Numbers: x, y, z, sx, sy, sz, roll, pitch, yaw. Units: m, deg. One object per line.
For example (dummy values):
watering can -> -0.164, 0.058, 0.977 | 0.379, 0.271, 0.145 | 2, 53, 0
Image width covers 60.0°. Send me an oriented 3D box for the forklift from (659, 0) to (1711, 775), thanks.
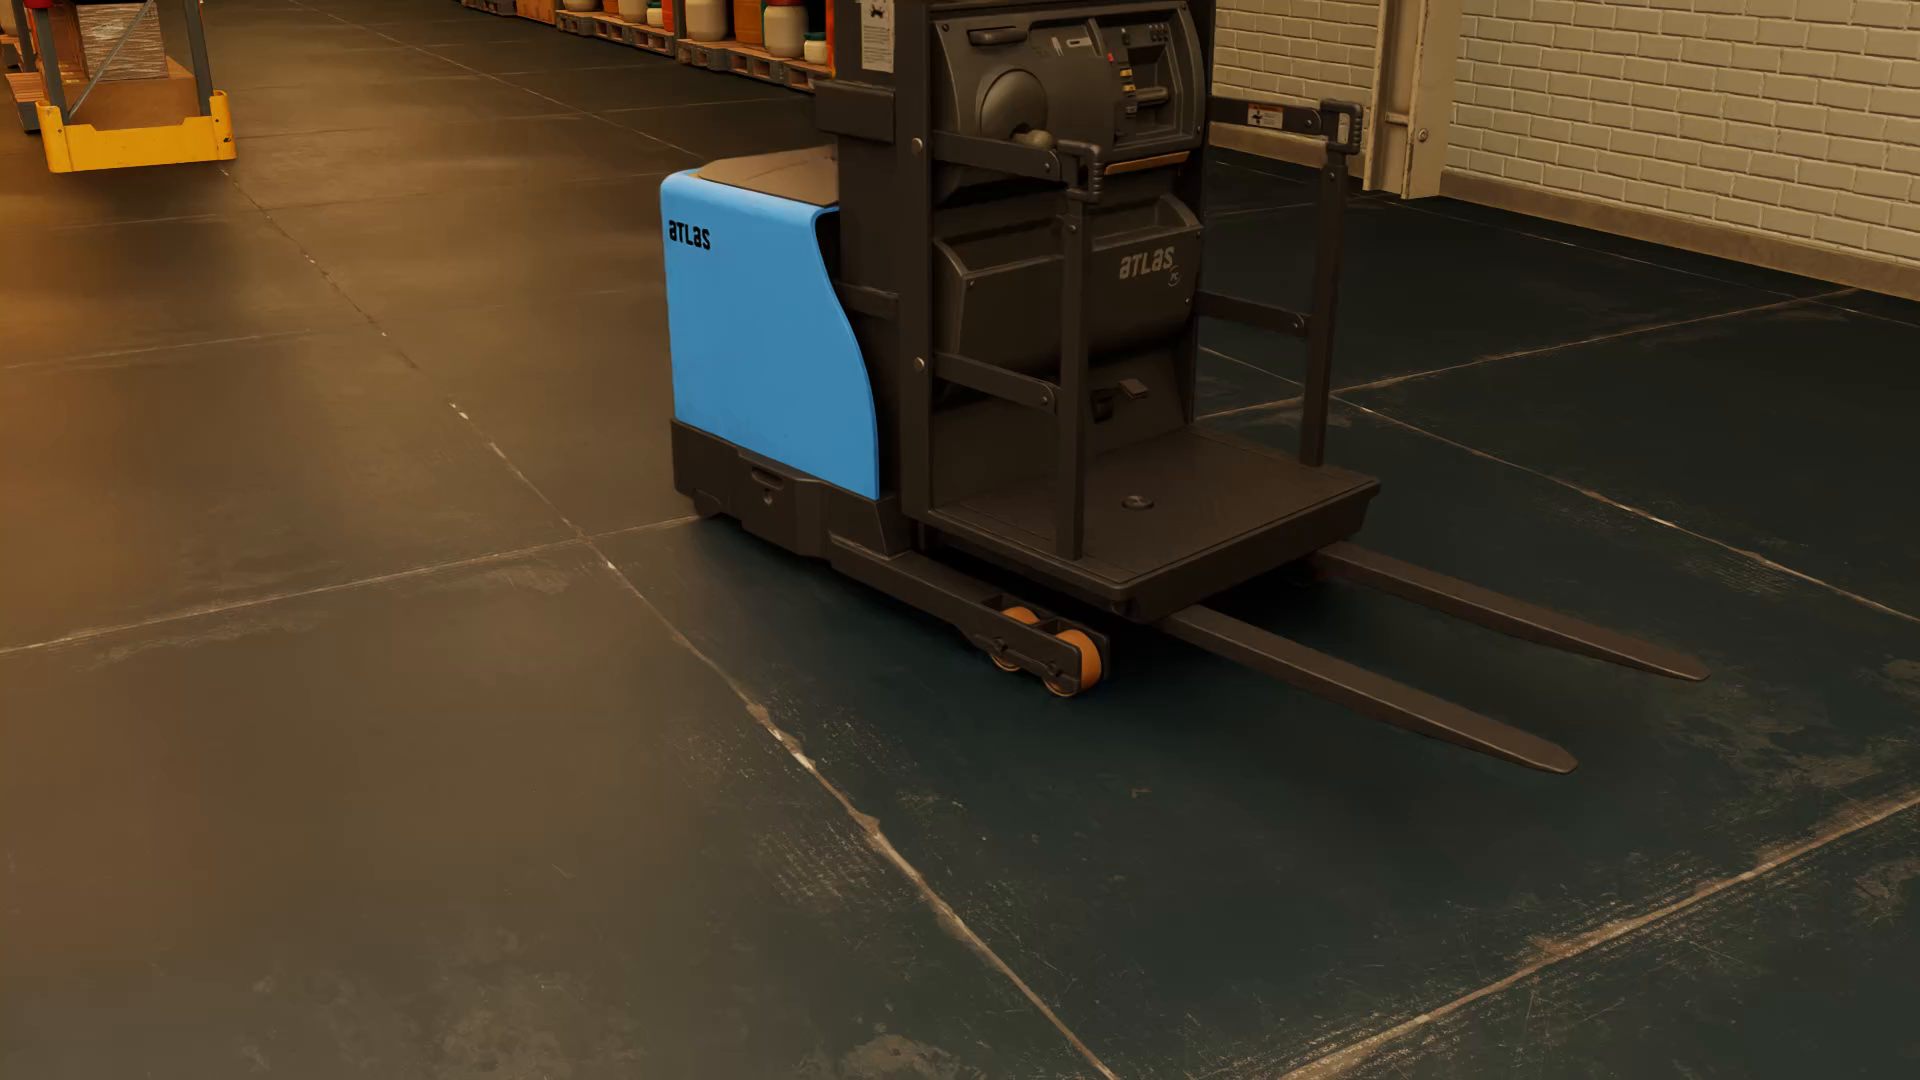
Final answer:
forklift -> 0.449, -1.182, 4.153 | 1.130, 2.935, 3.031 | -19, 29, -39
